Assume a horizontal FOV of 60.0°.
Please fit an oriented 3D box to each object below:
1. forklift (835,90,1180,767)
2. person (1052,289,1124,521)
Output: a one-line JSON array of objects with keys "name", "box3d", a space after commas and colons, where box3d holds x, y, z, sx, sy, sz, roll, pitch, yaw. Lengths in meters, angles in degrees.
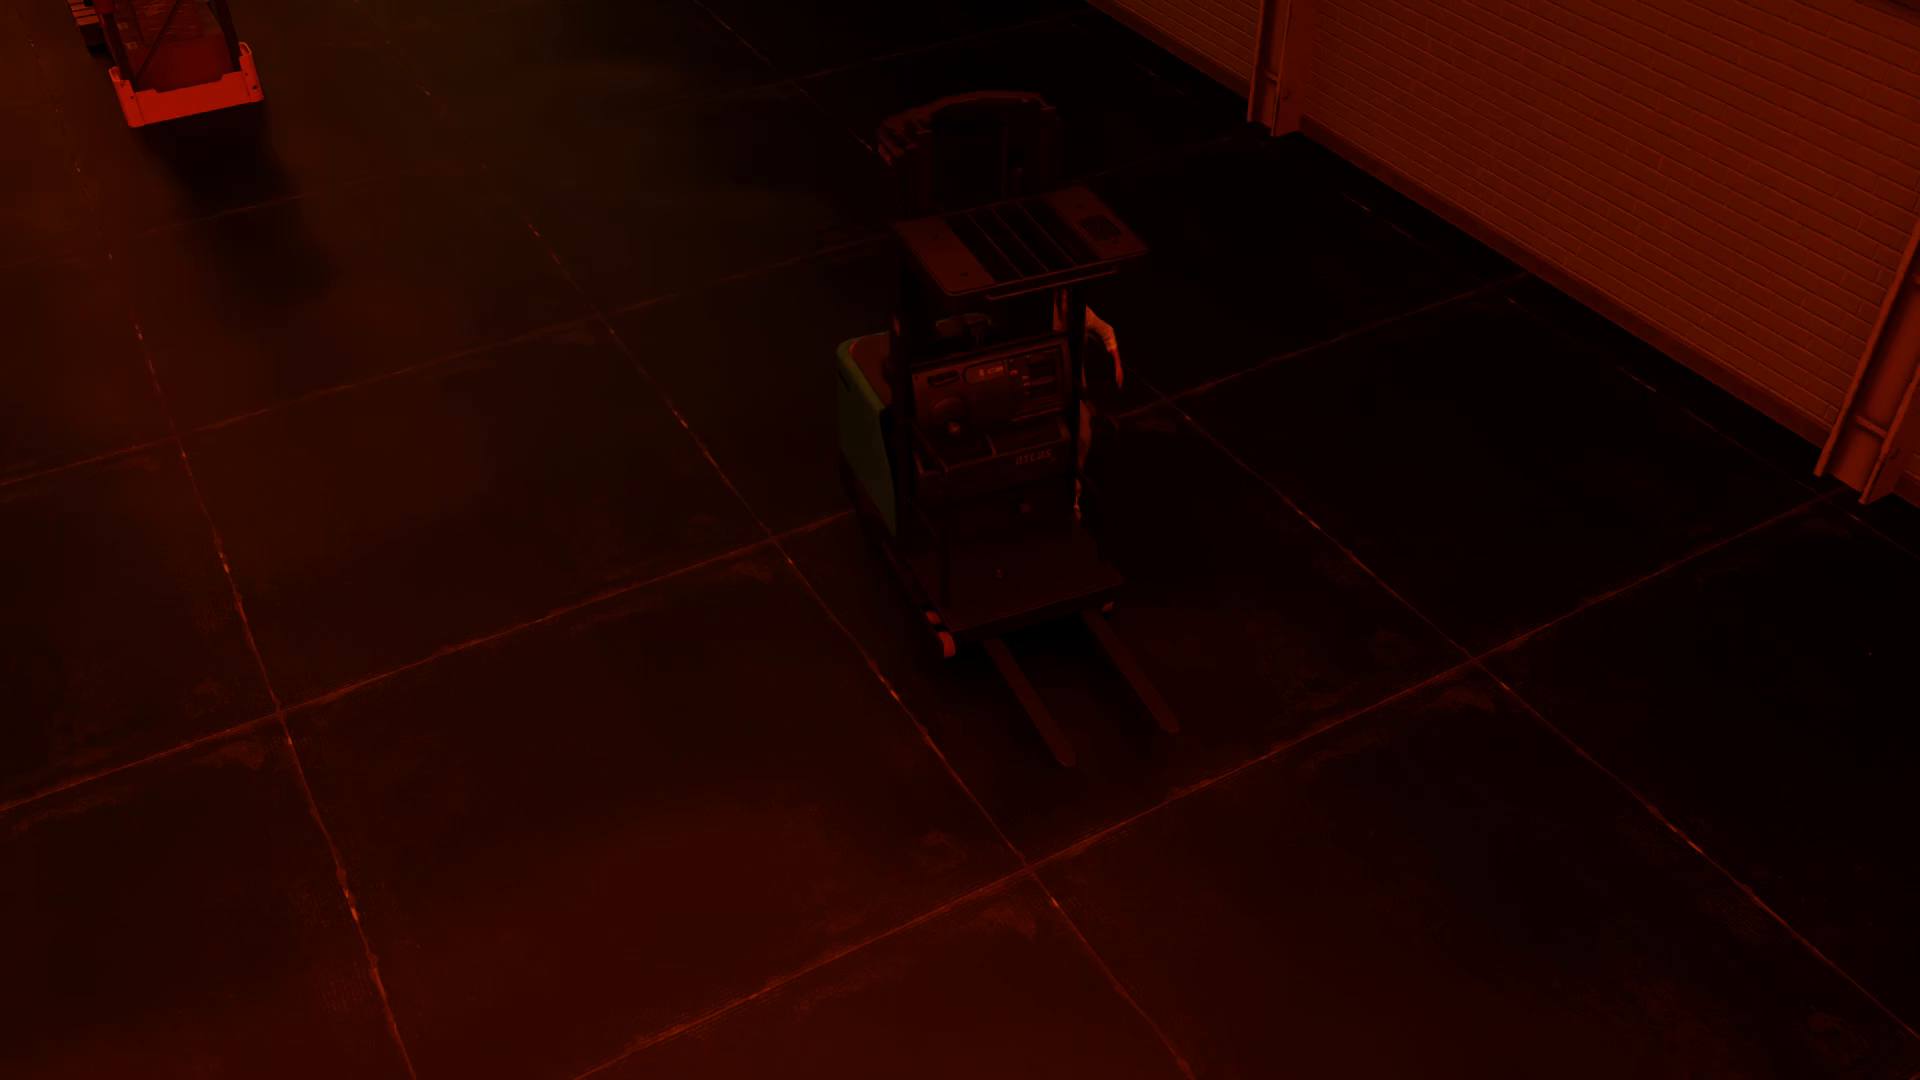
[{"name": "forklift", "box3d": [0.265, -0.759, 8.951, 1.130, 2.935, 3.031, -15, 42, -17]}, {"name": "person", "box3d": [0.630, -0.876, 10.208, 0.794, 1.531, 0.651, -3, 40, -4]}]
